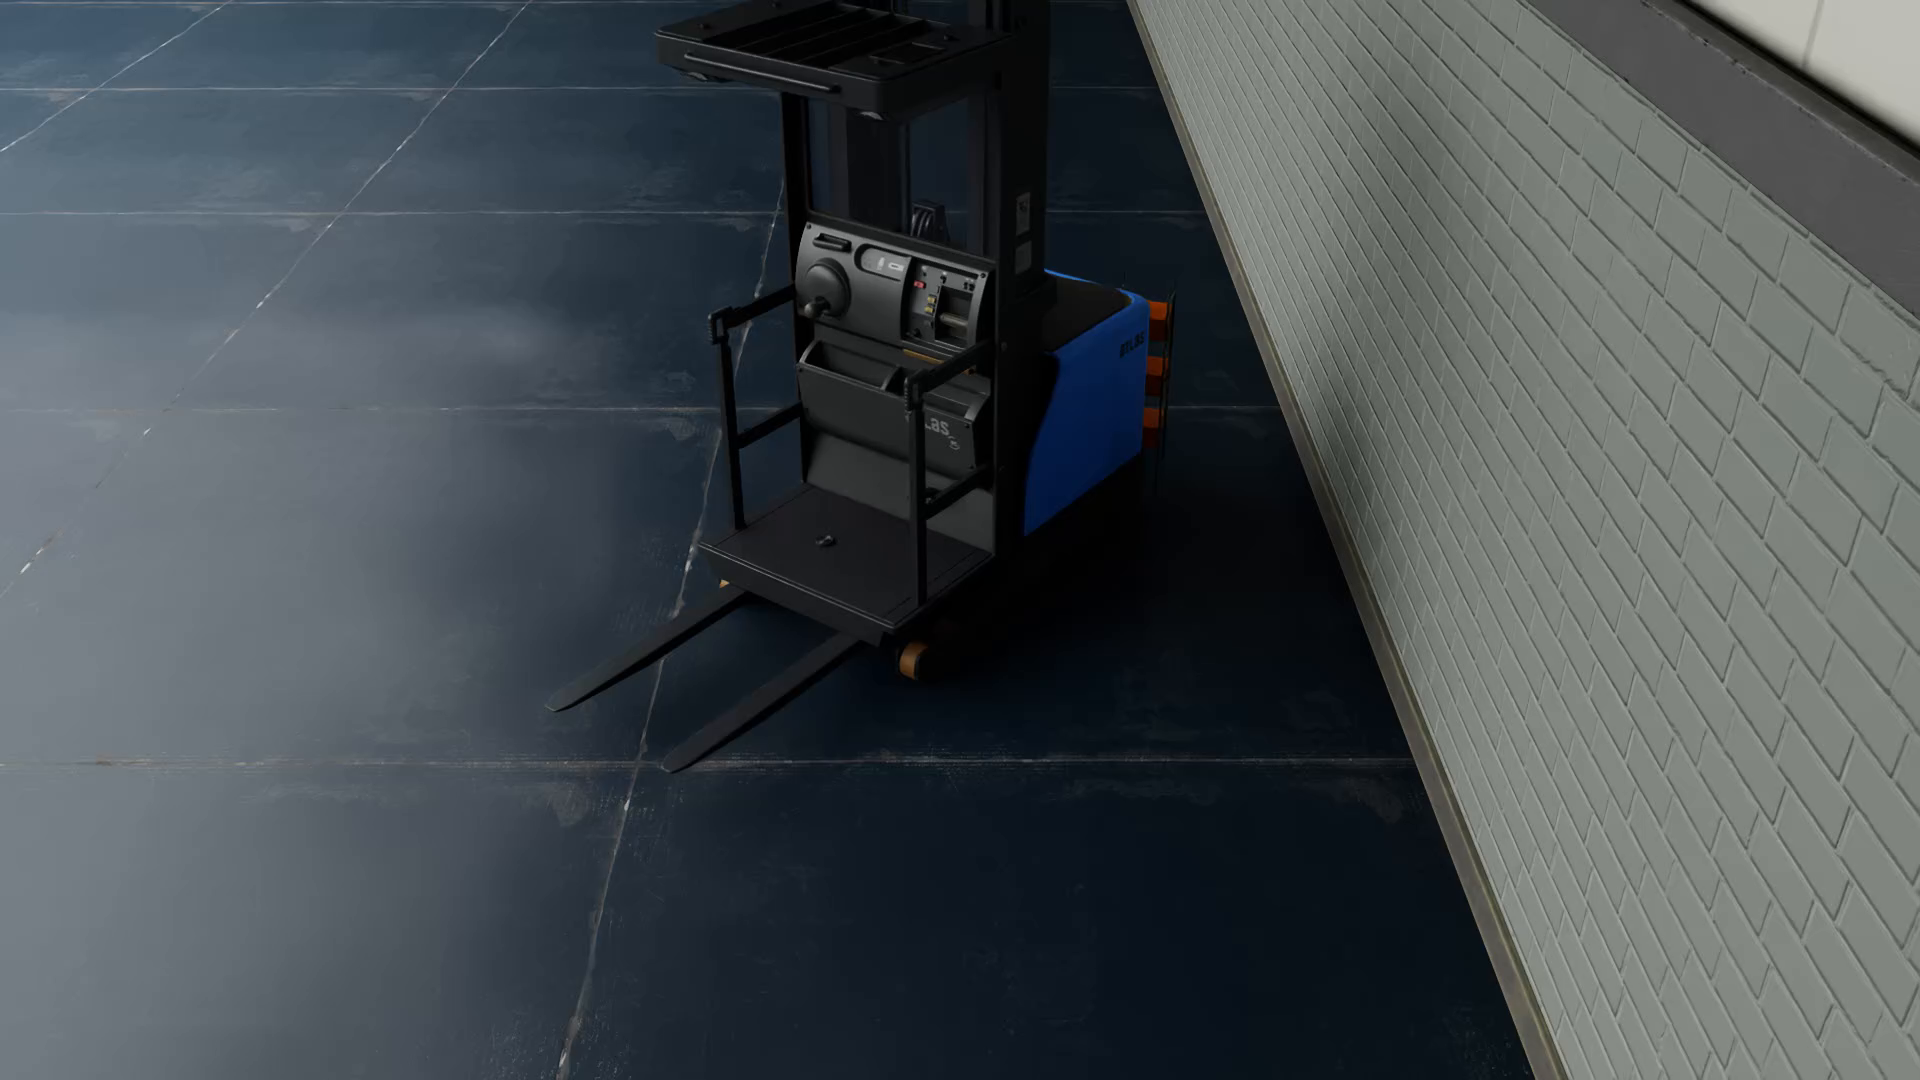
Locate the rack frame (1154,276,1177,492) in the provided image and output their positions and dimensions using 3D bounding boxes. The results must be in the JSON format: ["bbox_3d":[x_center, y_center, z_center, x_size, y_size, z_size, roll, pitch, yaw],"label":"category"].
[{"bbox_3d":[0.982,-0.733,7.946,0.008,1.050,0.200,9,32,14],"label":"rack frame"}]

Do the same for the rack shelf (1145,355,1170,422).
[{"bbox_3d":[0.865,-0.742,7.981,0.240,0.259,0.215,9,32,14],"label":"rack shelf"}]

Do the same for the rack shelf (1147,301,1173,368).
[{"bbox_3d":[0.865,-0.984,7.834,0.240,0.259,0.215,9,32,14],"label":"rack shelf"}]

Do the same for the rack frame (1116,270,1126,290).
[{"bbox_3d":[0.748,-0.769,8.005,0.008,1.050,0.200,9,32,14],"label":"rack frame"}]

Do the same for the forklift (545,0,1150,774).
[{"bbox_3d":[-0.404,-0.964,6.513,1.130,2.935,3.031,21,37,30],"label":"forklift"}]

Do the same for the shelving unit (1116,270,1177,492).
[{"bbox_3d":[0.865,-0.751,7.975,0.252,1.050,0.215,9,32,14],"label":"shelving unit"}]

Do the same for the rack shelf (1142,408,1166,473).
[{"bbox_3d":[0.865,-0.504,8.125,0.240,0.259,0.215,9,32,14],"label":"rack shelf"}]
